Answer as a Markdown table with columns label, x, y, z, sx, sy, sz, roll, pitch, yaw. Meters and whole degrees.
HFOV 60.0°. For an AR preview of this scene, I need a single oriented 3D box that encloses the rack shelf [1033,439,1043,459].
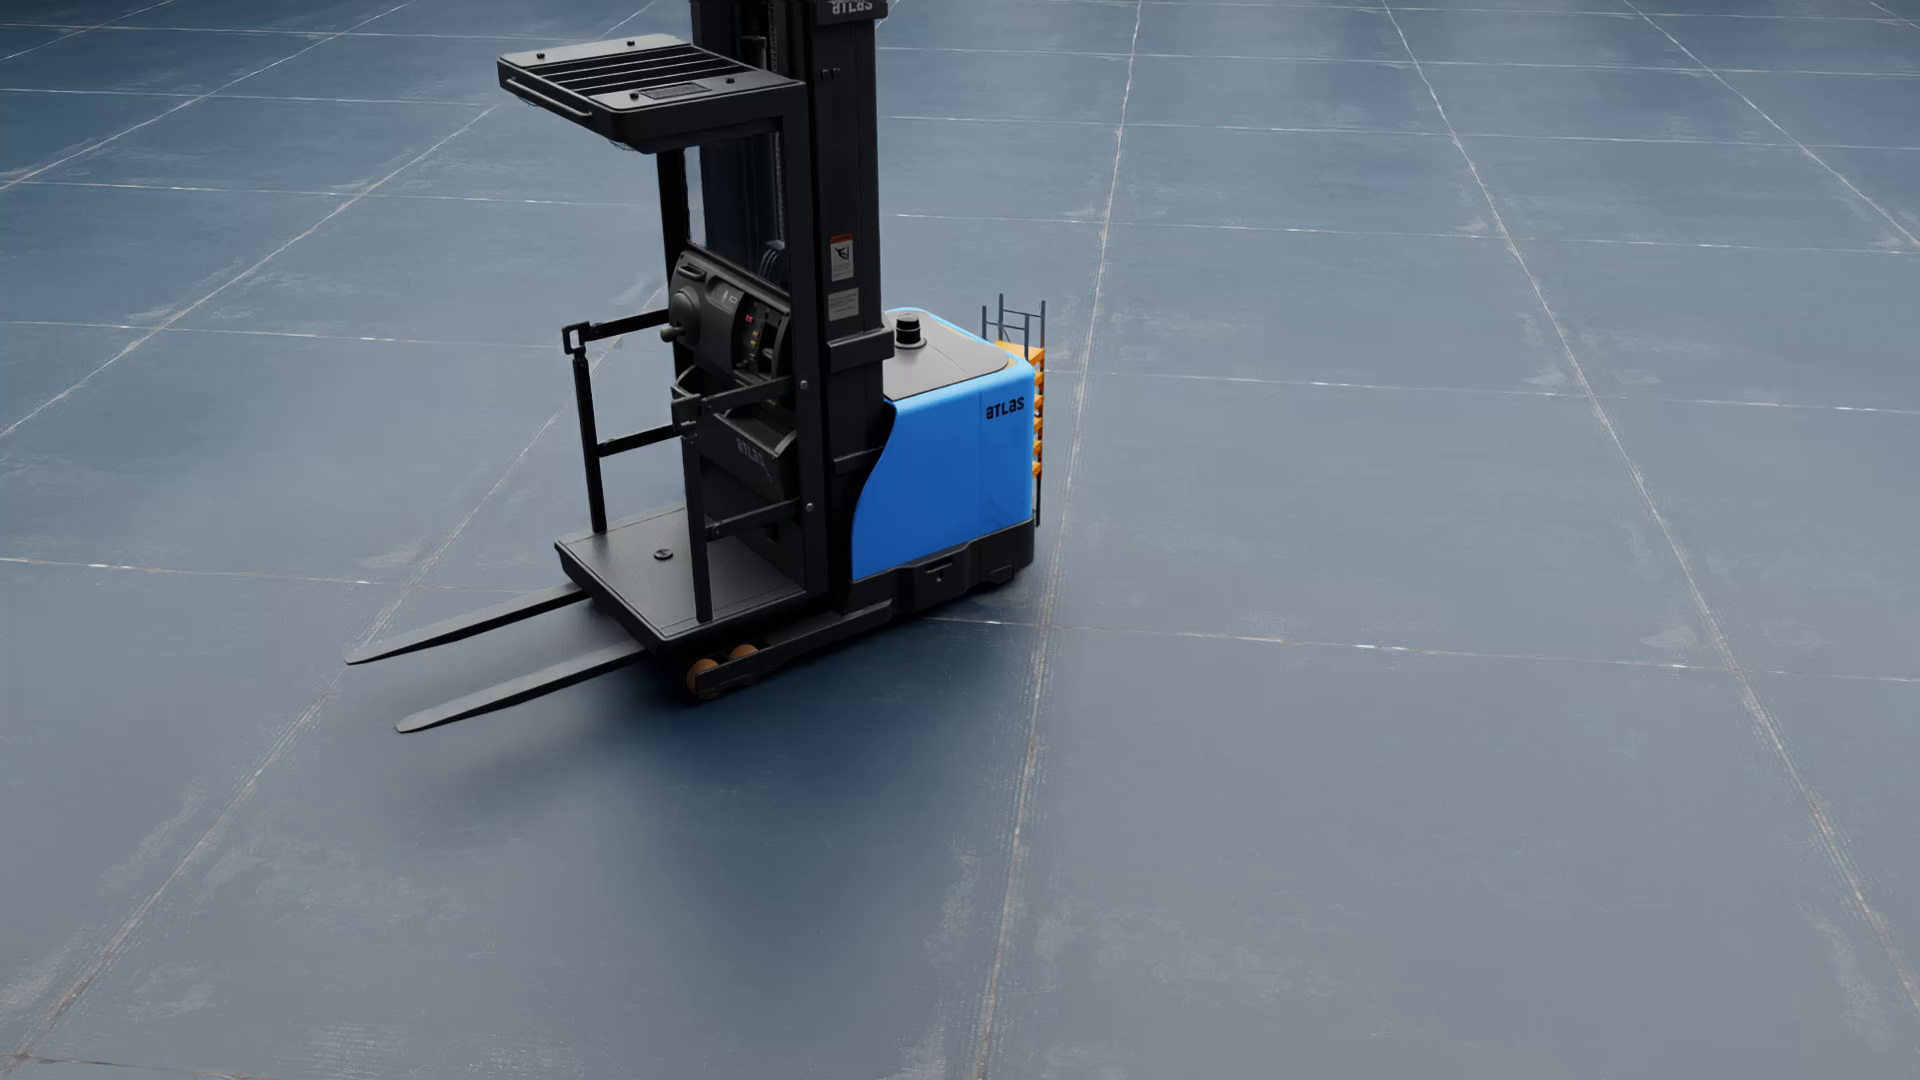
| label | x | y | z | sx | sy | sz | roll | pitch | yaw |
| --- | --- | --- | --- | --- | --- | --- | --- | --- | --- |
| rack shelf | 0.253 | -0.435 | 8.139 | 0.258 | 0.103 | 0.180 | 13 | 31 | 23 |

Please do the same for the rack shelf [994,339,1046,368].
| label | x | y | z | sx | sy | sz | roll | pitch | yaw |
| --- | --- | --- | --- | --- | --- | --- | --- | --- | --- |
| rack shelf | 0.253 | -0.858 | 7.912 | 0.258 | 0.103 | 0.180 | 13 | 31 | 23 |

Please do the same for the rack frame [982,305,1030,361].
| label | x | y | z | sx | sy | sz | roll | pitch | yaw |
| --- | --- | --- | --- | --- | --- | --- | --- | --- | --- |
| rack frame | 0.212 | -0.541 | 7.989 | 0.240 | 1.200 | 0.006 | 13 | 31 | 23 |

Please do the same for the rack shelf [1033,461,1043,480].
| label | x | y | z | sx | sy | sz | roll | pitch | yaw |
| --- | --- | --- | --- | --- | --- | --- | --- | --- | --- |
| rack shelf | 0.253 | -0.330 | 8.196 | 0.258 | 0.103 | 0.180 | 13 | 31 | 23 |

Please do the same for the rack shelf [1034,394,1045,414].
| label | x | y | z | sx | sy | sz | roll | pitch | yaw |
| --- | --- | --- | --- | --- | --- | --- | --- | --- | --- |
| rack shelf | 0.253 | -0.647 | 8.026 | 0.258 | 0.103 | 0.180 | 13 | 31 | 23 |

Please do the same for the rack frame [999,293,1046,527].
| label | x | y | z | sx | sy | sz | roll | pitch | yaw |
| --- | --- | --- | --- | --- | --- | --- | --- | --- | --- |
| rack frame | 0.294 | -0.619 | 8.134 | 0.240 | 1.200 | 0.006 | 13 | 31 | 23 |

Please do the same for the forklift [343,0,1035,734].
| label | x | y | z | sx | sy | sz | roll | pitch | yaw |
| --- | --- | --- | --- | --- | --- | --- | --- | --- | --- |
| forklift | -1.135 | -0.904 | 6.837 | 3.031 | 2.935 | 1.130 | -19 | 34 | -31 |

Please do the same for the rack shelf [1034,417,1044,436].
| label | x | y | z | sx | sy | sz | roll | pitch | yaw |
| --- | --- | --- | --- | --- | --- | --- | --- | --- | --- |
| rack shelf | 0.253 | -0.541 | 8.083 | 0.258 | 0.103 | 0.180 | 13 | 31 | 23 |

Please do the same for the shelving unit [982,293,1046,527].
| label | x | y | z | sx | sy | sz | roll | pitch | yaw |
| --- | --- | --- | --- | --- | --- | --- | --- | --- | --- |
| shelving unit | 0.253 | -0.580 | 8.061 | 0.258 | 1.200 | 0.189 | 13 | 31 | 23 |

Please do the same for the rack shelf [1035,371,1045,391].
| label | x | y | z | sx | sy | sz | roll | pitch | yaw |
| --- | --- | --- | --- | --- | --- | --- | --- | --- | --- |
| rack shelf | 0.253 | -0.752 | 7.969 | 0.258 | 0.103 | 0.180 | 13 | 31 | 23 |
